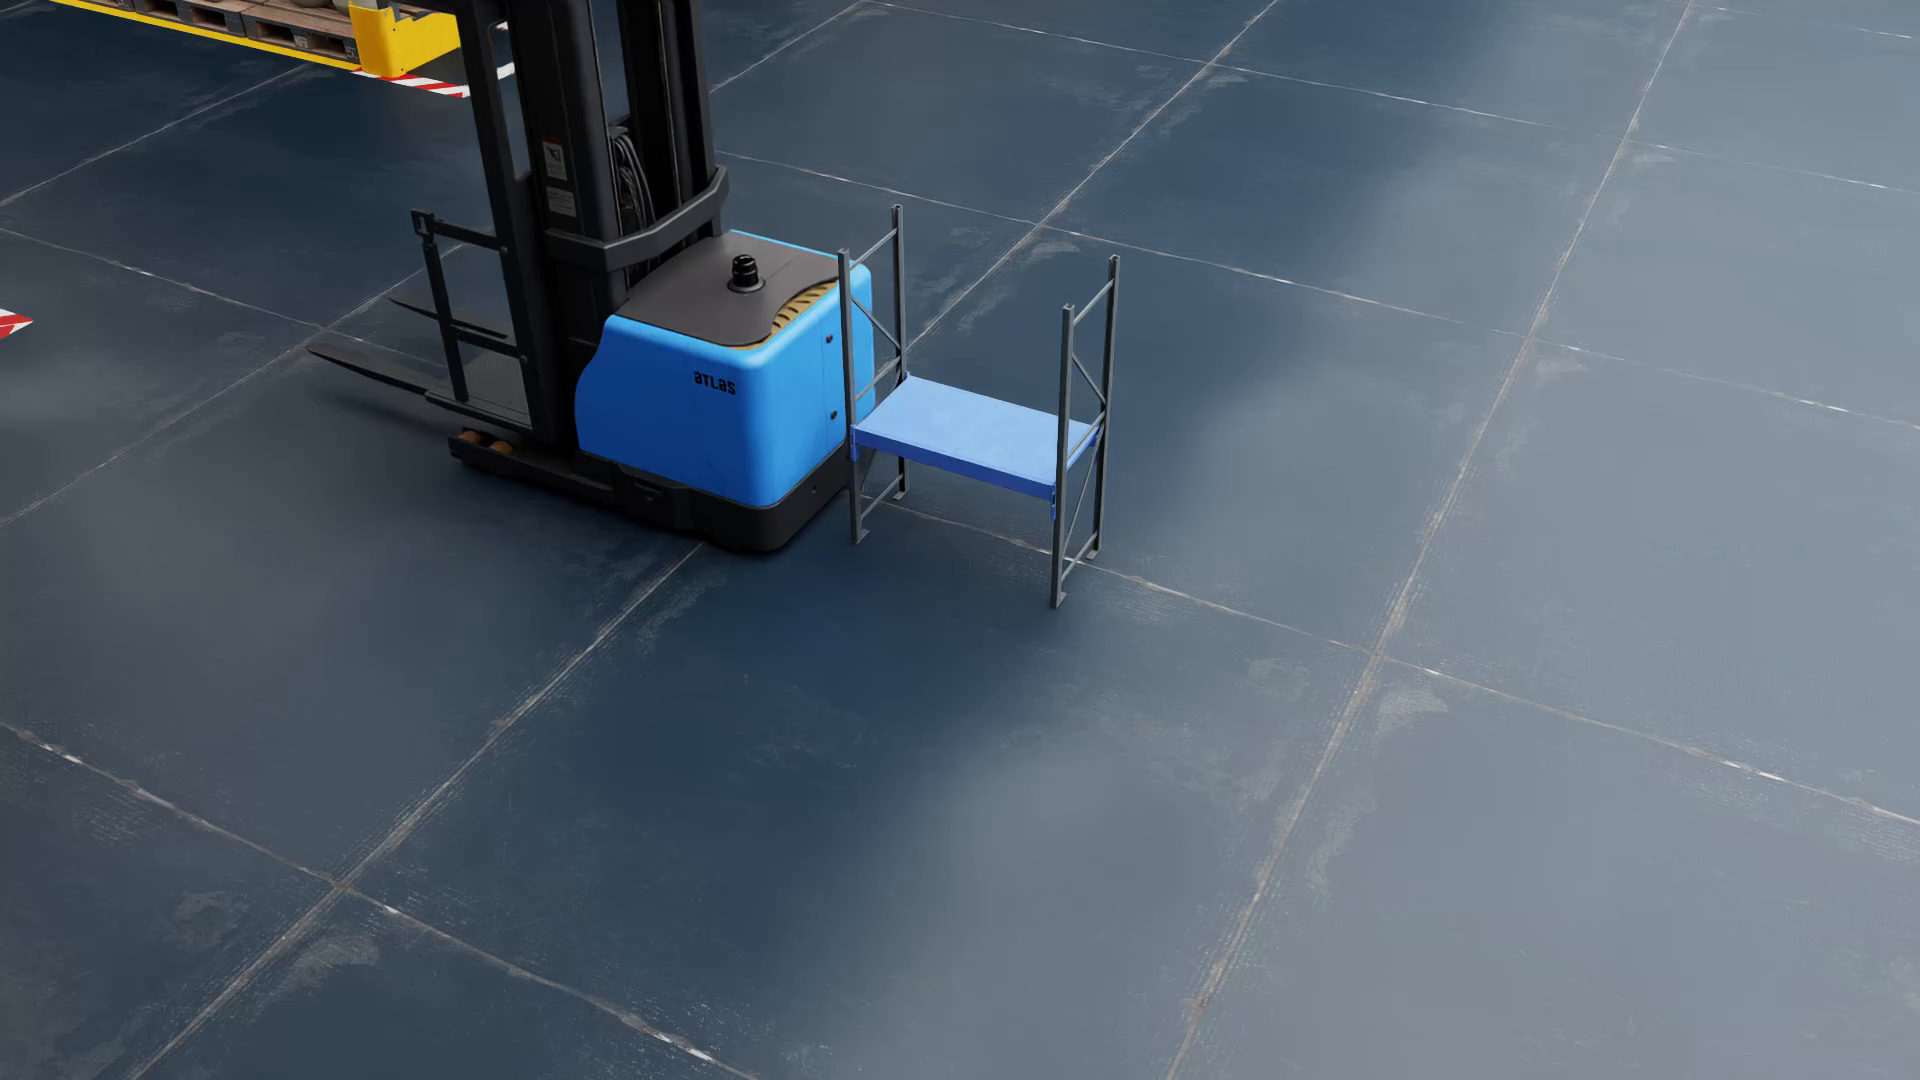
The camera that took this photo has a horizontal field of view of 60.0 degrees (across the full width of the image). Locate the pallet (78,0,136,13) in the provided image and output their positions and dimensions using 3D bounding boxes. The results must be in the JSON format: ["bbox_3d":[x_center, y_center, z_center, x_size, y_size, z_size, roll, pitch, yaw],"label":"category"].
[{"bbox_3d":[-6.923,-4.734,13.812,1.213,0.211,1.003,17,41,21],"label":"pallet"}]

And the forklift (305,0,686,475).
[{"bbox_3d":[-1.939,-1.749,7.630,3.031,2.935,1.121,18,41,22],"label":"forklift"}]

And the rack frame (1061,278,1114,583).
[{"bbox_3d":[0.528,-0.433,7.080,0.013,1.308,0.475,17,41,21],"label":"rack frame"}]

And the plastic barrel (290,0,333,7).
[{"bbox_3d":[-5.013,-4.399,12.775,0.421,0.512,0.421,0,37,0],"label":"plastic barrel"}]

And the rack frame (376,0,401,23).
[{"bbox_3d":[-3.949,-4.942,11.779,0.127,3.000,1.000,17,41,21],"label":"rack frame"}]

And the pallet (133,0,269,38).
[{"bbox_3d":[-5.836,-4.396,13.366,1.213,0.211,1.003,17,41,21],"label":"pallet"}]

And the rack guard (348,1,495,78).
[{"bbox_3d":[-4.038,-3.942,12.530,0.348,0.500,1.175,17,41,21],"label":"rack guard"}]

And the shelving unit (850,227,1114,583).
[{"bbox_3d":[0.076,-0.574,7.265,1.030,1.308,0.538,17,41,21],"label":"shelving unit"}]

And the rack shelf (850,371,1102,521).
[{"bbox_3d":[0.076,-0.430,7.374,1.000,0.185,0.538,17,41,21],"label":"rack shelf"}]

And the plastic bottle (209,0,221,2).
[{"bbox_3d":[-5.781,-4.278,12.855,0.097,0.201,0.097,0,37,0],"label":"plastic bottle"}]

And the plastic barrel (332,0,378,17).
[{"bbox_3d":[-4.568,-4.260,12.591,0.421,0.512,0.421,0,37,0],"label":"plastic barrel"}]

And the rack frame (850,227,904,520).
[{"bbox_3d":[-0.375,-0.716,7.453,0.013,1.308,0.475,17,41,21],"label":"rack frame"}]
